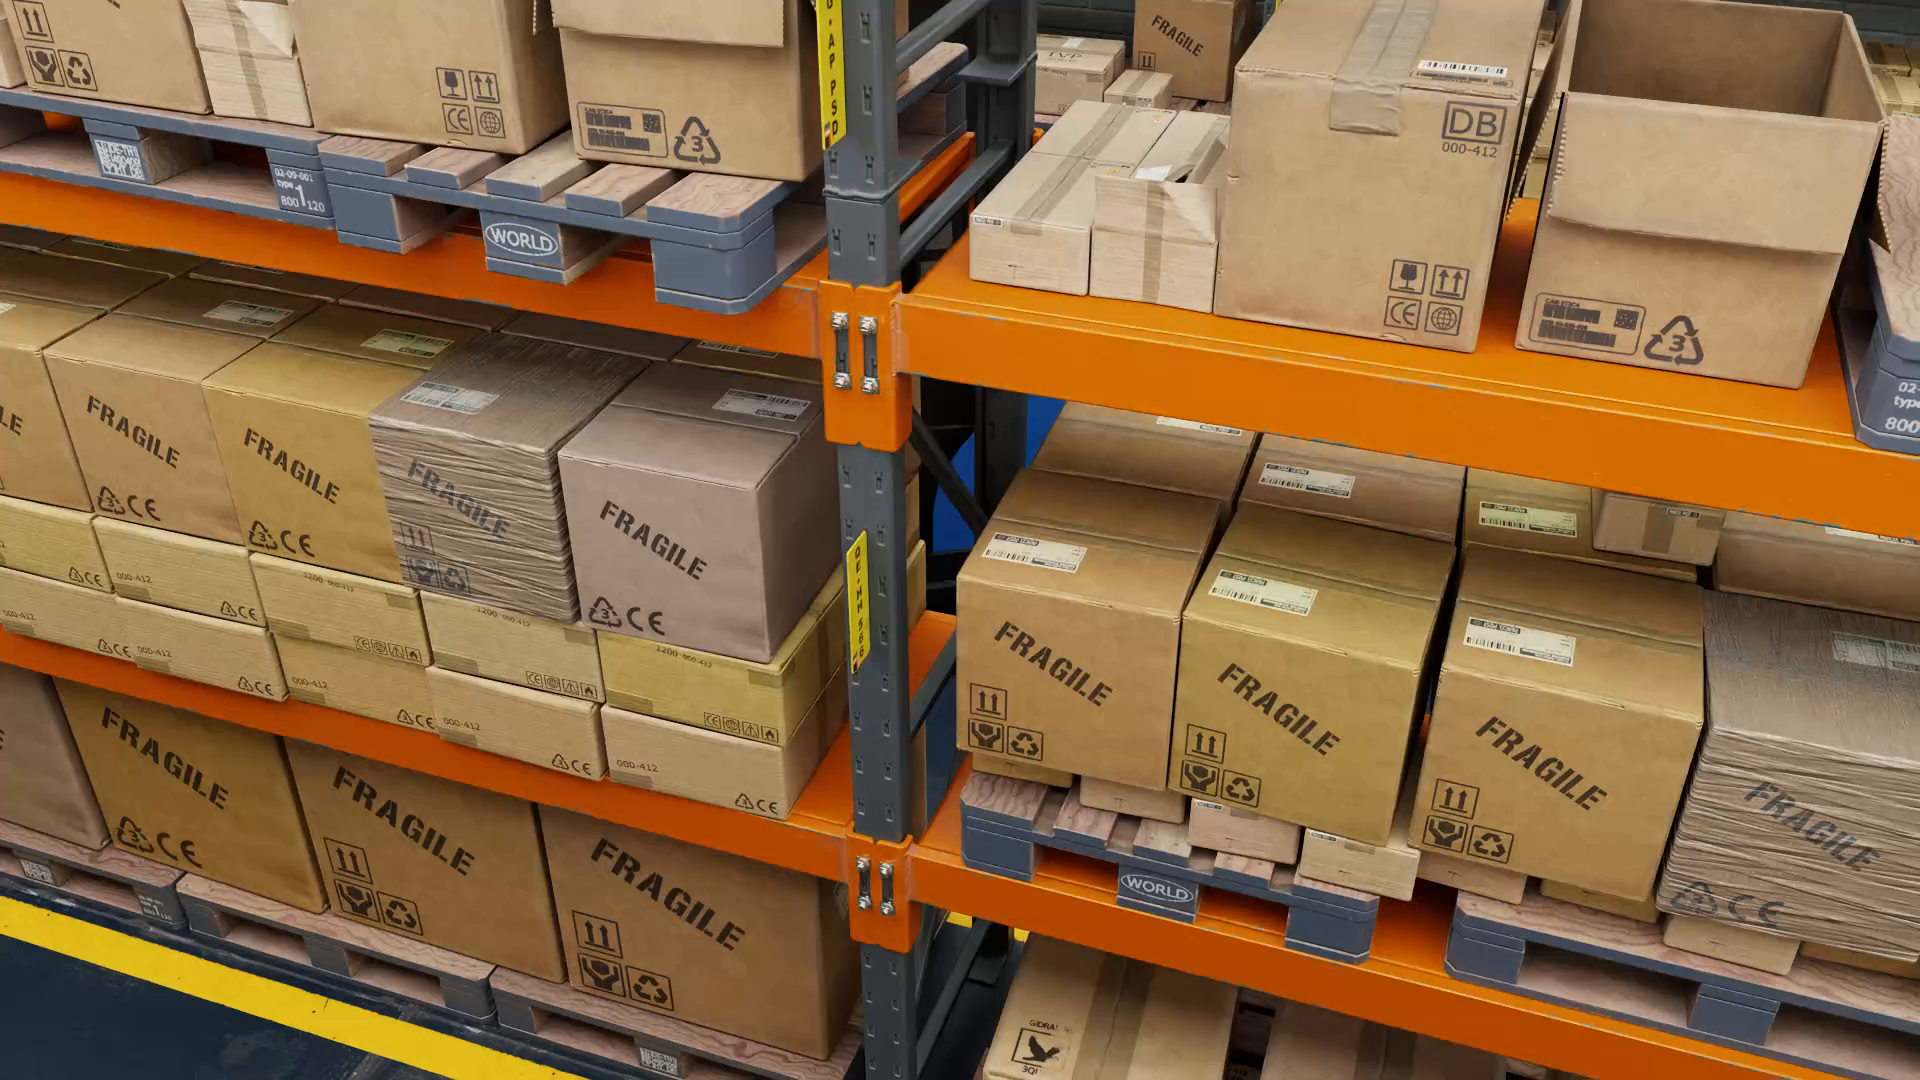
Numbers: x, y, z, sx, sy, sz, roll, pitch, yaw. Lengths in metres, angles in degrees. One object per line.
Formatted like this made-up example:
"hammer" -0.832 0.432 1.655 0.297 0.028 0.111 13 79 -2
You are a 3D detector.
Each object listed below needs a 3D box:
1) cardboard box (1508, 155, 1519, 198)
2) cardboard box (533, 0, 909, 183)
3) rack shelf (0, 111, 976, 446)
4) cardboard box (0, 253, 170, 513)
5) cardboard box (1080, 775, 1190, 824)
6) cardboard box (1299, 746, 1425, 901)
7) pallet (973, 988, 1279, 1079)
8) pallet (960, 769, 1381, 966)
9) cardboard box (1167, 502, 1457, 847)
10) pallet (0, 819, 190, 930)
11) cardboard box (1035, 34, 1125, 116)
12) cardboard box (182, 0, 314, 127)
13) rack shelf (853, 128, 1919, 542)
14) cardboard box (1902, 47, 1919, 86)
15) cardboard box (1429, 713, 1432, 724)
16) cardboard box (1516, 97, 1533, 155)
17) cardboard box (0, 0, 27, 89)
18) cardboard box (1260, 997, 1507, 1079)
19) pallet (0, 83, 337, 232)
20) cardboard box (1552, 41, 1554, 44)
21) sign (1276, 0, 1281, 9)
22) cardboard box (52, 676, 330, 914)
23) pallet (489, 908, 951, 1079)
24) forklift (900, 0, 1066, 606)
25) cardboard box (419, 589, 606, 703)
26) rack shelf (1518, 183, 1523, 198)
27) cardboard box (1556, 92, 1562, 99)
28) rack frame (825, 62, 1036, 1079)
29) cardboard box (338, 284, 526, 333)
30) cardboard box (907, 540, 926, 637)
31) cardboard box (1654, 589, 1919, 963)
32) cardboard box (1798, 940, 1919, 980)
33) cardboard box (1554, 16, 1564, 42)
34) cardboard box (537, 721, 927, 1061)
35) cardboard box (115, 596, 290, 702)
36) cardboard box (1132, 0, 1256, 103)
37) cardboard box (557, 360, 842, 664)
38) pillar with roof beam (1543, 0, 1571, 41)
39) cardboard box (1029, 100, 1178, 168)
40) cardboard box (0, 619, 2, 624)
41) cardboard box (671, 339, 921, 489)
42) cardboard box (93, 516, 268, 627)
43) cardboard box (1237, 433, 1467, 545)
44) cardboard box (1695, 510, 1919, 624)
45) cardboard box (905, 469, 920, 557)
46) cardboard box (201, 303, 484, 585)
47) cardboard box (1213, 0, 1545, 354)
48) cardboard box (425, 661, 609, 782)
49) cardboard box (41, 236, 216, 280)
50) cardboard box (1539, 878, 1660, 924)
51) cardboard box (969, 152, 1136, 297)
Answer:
"cardboard box" 2.437 -1.829 7.955 0.500 0.250 0.500 10 34 15
"cardboard box" -0.447 -1.129 3.485 0.637 0.503 0.797 9 34 14
"rack shelf" -1.924 -0.981 4.401 4.000 0.370 1.077 11 34 16
"cardboard box" -2.530 -0.452 4.670 0.500 0.500 0.500 10 34 15
"cardboard box" 0.457 0.496 4.062 0.250 0.149 0.380 9 34 14
"cardboard box" 0.951 0.630 3.853 0.250 0.149 0.380 11 34 17
"pallet" 0.694 1.658 4.987 1.213 0.211 1.003 11 34 16
"pallet" 0.666 0.500 4.387 1.003 0.211 1.213 11 34 16
"cardboard box" 0.798 0.292 3.779 0.500 0.500 0.500 13 35 19
"pallet" -3.055 0.885 6.184 1.213 0.211 1.003 11 34 16
"cardboard box" 0.528 -2.333 8.350 0.500 0.250 0.500 9 34 14
"cardboard box" -1.455 -1.110 3.676 0.258 0.266 0.396 10 34 15
"rack shelf" 1.842 -0.249 3.268 4.000 0.370 1.077 11 34 16
"cardboard box" 4.420 -2.107 7.557 0.250 0.149 0.380 11 34 16
"cardboard box" 1.374 0.341 4.301 0.250 0.149 0.380 12 35 17
"cardboard box" 2.436 -2.041 7.823 0.500 0.250 0.500 12 35 18
"cardboard box" -2.204 -1.256 3.901 0.258 0.266 0.396 14 35 20
"cardboard box" 1.185 1.510 4.681 0.625 0.372 0.950 10 34 16
"pallet" -1.719 -1.132 4.146 1.213 0.211 1.003 13 35 19
"cardboard box" 3.099 -2.213 8.090 0.500 0.250 0.500 11 34 16
"sign" 1.456 -2.366 7.655 0.005 0.325 0.100 11 34 16
"cardboard box" -2.343 0.561 5.687 0.875 0.875 0.875 12 35 18
"pallet" -0.758 1.332 5.493 1.213 0.211 1.003 11 34 16
"forklift" -0.664 -1.138 6.810 3.031 2.935 1.130 -6 33 -10
"cardboard box" -1.066 0.145 4.437 0.500 0.250 0.500 10 34 15
"rack shelf" 3.513 -1.524 8.008 4.000 0.370 1.077 11 34 16
"cardboard box" 2.830 -2.144 7.615 0.250 0.149 0.380 11 35 17
"rack frame" -0.041 0.343 4.453 0.127 3.000 1.000 11 34 16
"cardboard box" -1.375 -0.522 4.780 0.500 0.500 0.500 12 35 18
"cardboard box" -0.417 0.188 4.831 0.500 0.250 0.500 10 34 16
"cardboard box" 1.768 0.481 3.486 0.500 0.500 0.500 10 34 15
"cardboard box" 1.978 0.756 3.658 0.250 0.149 0.380 10 34 15
"cardboard box" 2.986 -2.384 7.987 0.250 0.149 0.380 11 34 16
"cardboard box" -0.663 0.891 5.177 0.875 0.875 0.875 11 34 16
"cardboard box" -2.049 0.182 4.842 0.500 0.250 0.500 10 34 16
"cardboard box" 1.198 -2.585 8.508 0.500 0.500 0.500 13 35 19
"cardboard box" -0.616 -0.080 4.094 0.500 0.500 0.500 10 34 15
"pillar with roof beam" 1.709 -2.736 3.691 0.400 9.000 9.100 11 34 16
"cardboard box" 0.327 -0.861 3.784 0.250 0.149 0.380 11 34 16
"cardboard box" -2.994 -0.017 5.149 0.500 0.250 0.500 10 34 15
"cardboard box" -0.423 -0.334 4.488 0.500 0.500 0.500 10 34 15
"cardboard box" -2.044 -0.033 4.713 0.500 0.250 0.500 10 34 15
"cardboard box" 0.971 0.030 4.185 0.500 0.500 0.500 10 34 16
"cardboard box" 1.960 0.222 3.887 0.500 0.500 0.500 10 34 15
"cardboard box" -0.435 -0.023 4.697 0.500 0.250 0.500 11 34 16
"cardboard box" -1.567 -0.264 4.379 0.500 0.500 0.500 11 34 17
"cardboard box" 0.848 -0.780 3.336 0.500 0.500 0.700 11 34 16
"cardboard box" -1.091 0.361 4.564 0.500 0.250 0.500 12 35 17
"cardboard box" -2.341 -0.704 5.060 0.500 0.500 0.500 12 35 18
"cardboard box" 1.483 0.666 3.797 0.250 0.149 0.380 12 35 18
"cardboard box" 0.198 -0.667 3.484 0.250 0.149 0.380 11 34 16
